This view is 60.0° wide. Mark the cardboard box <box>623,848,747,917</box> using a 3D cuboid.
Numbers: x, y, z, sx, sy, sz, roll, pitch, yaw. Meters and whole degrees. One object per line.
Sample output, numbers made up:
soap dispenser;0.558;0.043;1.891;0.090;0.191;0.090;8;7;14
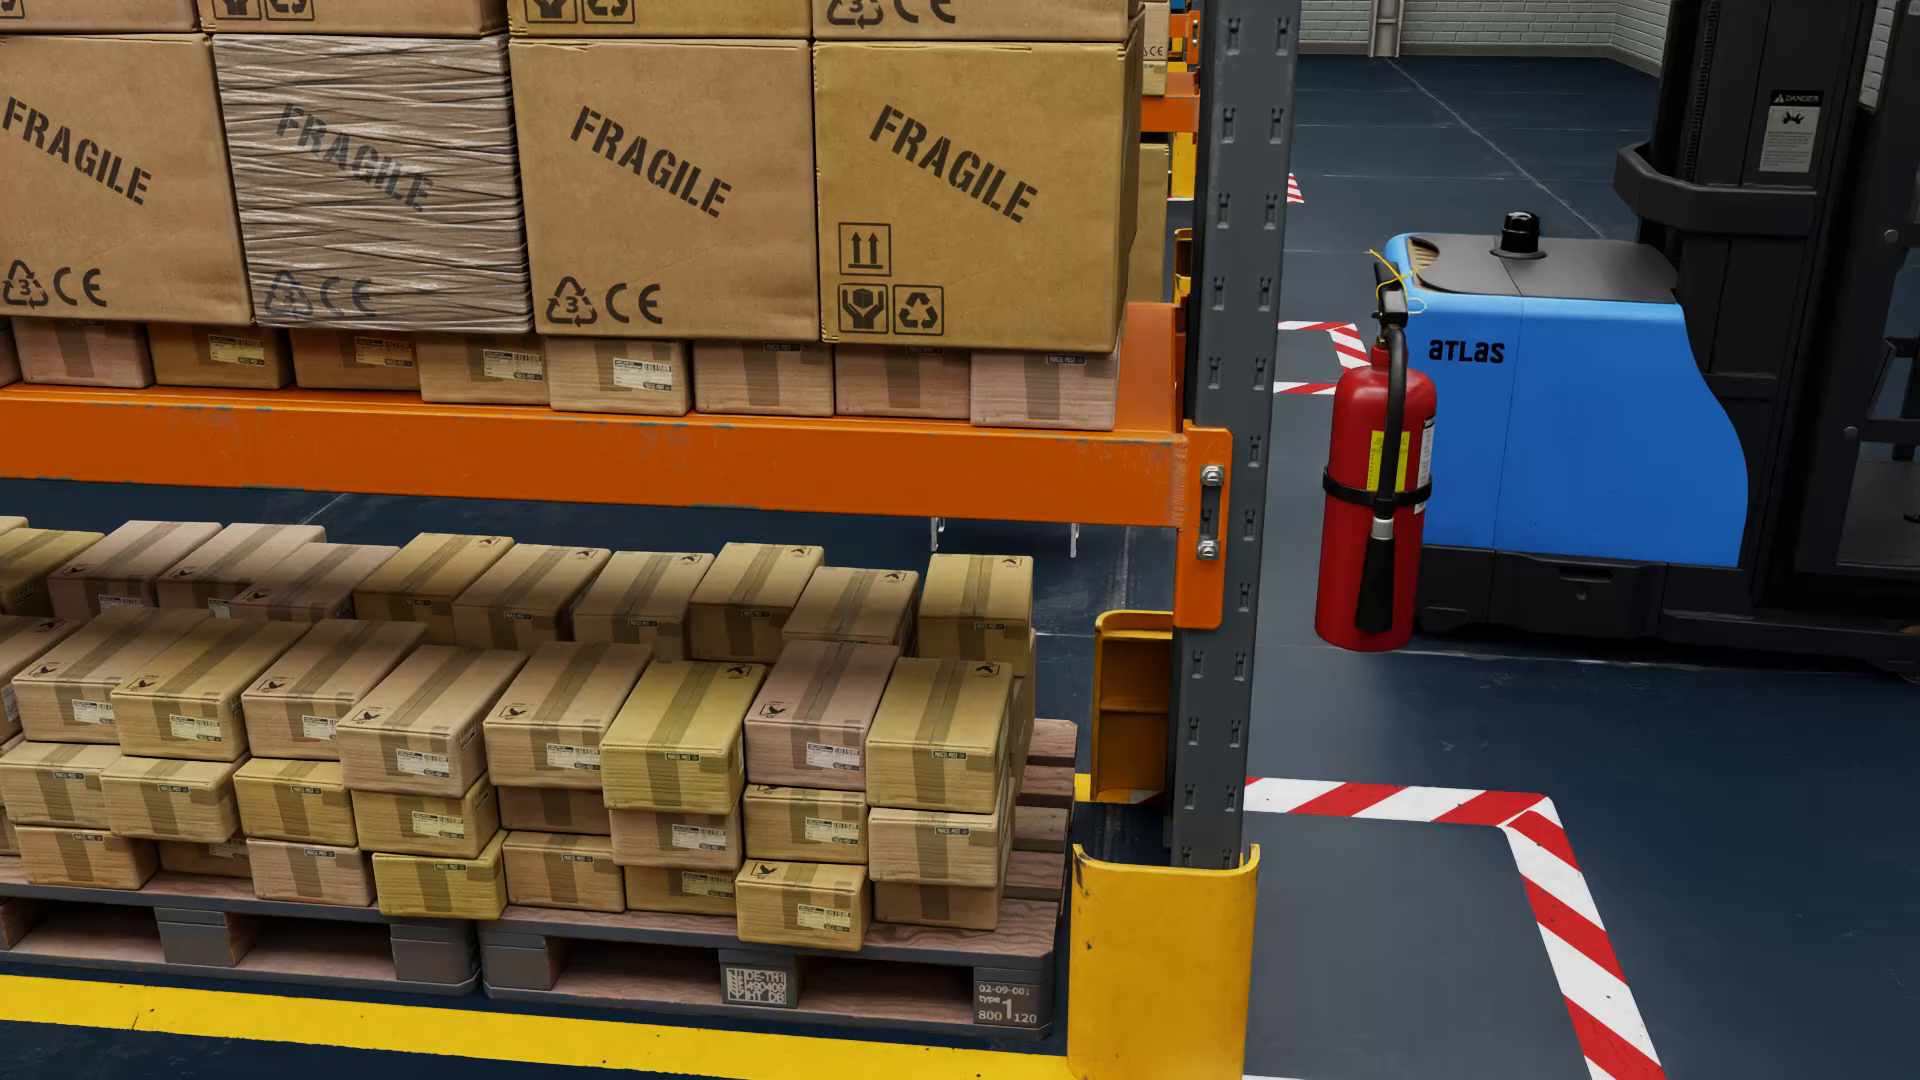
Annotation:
cardboard box;-0.545;0.632;3.567;0.250;0.149;0.380;2;22;6

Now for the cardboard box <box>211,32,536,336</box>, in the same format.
cardboard box;-0.971;-0.687;3.058;0.500;0.500;0.500;3;22;6

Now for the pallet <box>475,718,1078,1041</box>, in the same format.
pallet;-0.357;0.711;3.854;1.213;0.211;1.003;2;22;6

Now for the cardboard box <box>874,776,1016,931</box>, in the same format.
cardboard box;-0.026;0.650;3.523;0.250;0.149;0.380;3;22;7

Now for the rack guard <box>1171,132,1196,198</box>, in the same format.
rack guard;1.814;-2.990;12.824;0.348;0.500;1.175;2;22;6

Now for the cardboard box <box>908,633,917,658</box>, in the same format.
cardboard box;-0.234;0.309;3.980;0.250;0.149;0.380;2;22;6

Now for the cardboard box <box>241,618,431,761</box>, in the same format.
cardboard box;-1.321;0.315;3.561;0.250;0.149;0.380;2;22;4

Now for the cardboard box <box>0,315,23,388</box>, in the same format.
cardboard box;-1.895;-0.420;3.263;0.250;0.149;0.380;3;22;9

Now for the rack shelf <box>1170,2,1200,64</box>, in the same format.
rack shelf;-0.198;-3.901;12.706;4.000;0.370;1.077;2;22;6

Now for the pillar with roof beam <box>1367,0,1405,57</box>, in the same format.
pillar with roof beam;5.231;-9.183;16.929;0.400;9.000;9.100;2;22;6

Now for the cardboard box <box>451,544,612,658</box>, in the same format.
cardboard box;-1.012;0.151;3.975;0.250;0.149;0.380;3;22;8

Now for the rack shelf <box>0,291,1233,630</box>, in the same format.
rack shelf;-1.465;-0.286;3.563;4.000;0.370;1.077;2;22;6

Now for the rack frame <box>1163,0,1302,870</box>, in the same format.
rack frame;0.521;-0.534;3.212;0.127;3.000;1.000;2;22;6

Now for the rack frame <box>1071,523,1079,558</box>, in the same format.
rack frame;0.407;-0.540;5.674;0.015;1.200;0.240;2;22;6

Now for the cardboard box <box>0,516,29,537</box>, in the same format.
cardboard box;-2.560;0.072;4.176;0.250;0.149;0.380;2;22;6

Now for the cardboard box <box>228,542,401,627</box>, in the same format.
cardboard box;-1.529;0.147;3.985;0.250;0.149;0.380;3;22;6

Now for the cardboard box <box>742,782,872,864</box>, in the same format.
cardboard box;-0.290;0.508;3.476;0.250;0.149;0.380;2;22;5

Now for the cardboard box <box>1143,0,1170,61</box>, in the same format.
cardboard box;0.693;-2.334;7.562;0.500;0.250;0.500;2;22;5

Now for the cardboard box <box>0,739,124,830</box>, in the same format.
cardboard box;-1.839;0.460;3.598;0.250;0.149;0.380;2;22;6

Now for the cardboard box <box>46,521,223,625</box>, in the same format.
cardboard box;-2.032;0.089;4.132;0.250;0.149;0.380;1;22;4

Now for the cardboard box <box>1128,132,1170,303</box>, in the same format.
cardboard box;0.560;-1.547;8.091;0.875;0.875;0.875;2;22;6

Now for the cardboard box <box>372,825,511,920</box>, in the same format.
cardboard box;-1.053;0.638;3.552;0.250;0.149;0.380;2;22;4

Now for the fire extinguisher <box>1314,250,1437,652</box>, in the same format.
fire extinguisher;0.717;-0.146;2.841;0.183;0.674;0.296;2;22;6

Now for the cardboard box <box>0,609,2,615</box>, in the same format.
cardboard box;-2.348;0.266;3.683;0.250;0.149;0.380;2;22;5

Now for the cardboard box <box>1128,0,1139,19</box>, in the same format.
cardboard box;0.107;-1.300;3.249;0.500;0.500;0.500;2;22;6

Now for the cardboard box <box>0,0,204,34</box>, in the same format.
cardboard box;-1.509;-1.176;2.934;0.500;0.500;0.500;2;22;4

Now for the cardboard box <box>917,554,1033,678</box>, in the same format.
cardboard box;0.041;0.173;3.920;0.250;0.149;0.380;2;22;4

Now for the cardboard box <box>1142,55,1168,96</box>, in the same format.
cardboard box;0.813;-2.119;7.562;0.250;0.149;0.380;3;22;7

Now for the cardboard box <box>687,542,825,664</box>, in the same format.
cardboard box;-0.482;0.147;3.985;0.250;0.149;0.380;2;22;6

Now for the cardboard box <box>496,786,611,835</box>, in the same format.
cardboard box;-0.807;0.468;3.578;0.250;0.149;0.380;2;22;6

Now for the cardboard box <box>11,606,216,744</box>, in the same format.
cardboard box;-1.825;0.289;3.626;0.250;0.149;0.380;2;22;4

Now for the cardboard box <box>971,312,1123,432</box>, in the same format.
cardboard box;0.164;-0.328;3.032;0.250;0.149;0.380;3;22;6

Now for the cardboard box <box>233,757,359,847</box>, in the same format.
cardboard box;-1.321;0.482;3.543;0.250;0.149;0.380;4;22;9

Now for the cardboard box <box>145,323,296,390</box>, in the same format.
cardboard box;-1.370;-0.422;3.269;0.250;0.149;0.380;3;22;7

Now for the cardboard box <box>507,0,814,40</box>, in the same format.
cardboard box;-0.466;-1.135;2.830;0.500;0.500;0.500;2;22;4

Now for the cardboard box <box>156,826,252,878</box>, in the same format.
cardboard box;-1.564;0.581;3.697;0.250;0.149;0.380;3;22;8

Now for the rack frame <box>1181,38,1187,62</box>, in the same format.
rack frame;2.375;-5.958;16.929;0.127;3.000;1.000;2;22;6

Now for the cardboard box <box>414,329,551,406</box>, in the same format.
cardboard box;-0.843;-0.383;3.170;0.250;0.149;0.380;2;22;4

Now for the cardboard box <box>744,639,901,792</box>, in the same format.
cardboard box;-0.277;0.357;3.454;0.250;0.149;0.380;3;22;7

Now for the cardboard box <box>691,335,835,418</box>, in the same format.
cardboard box;-0.329;-0.358;3.108;0.250;0.149;0.380;2;22;6

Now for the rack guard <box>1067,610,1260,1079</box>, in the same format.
rack guard;0.446;0.625;3.679;0.348;0.500;1.175;2;22;6

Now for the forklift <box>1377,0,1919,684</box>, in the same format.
forklift;2.833;-1.141;4.838;3.031;2.935;1.130;4;22;11

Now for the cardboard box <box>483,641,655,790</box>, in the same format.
cardboard box;-0.799;0.358;3.451;0.250;0.149;0.380;2;22;4

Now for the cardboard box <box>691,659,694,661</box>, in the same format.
cardboard box;-0.729;0.280;4.054;0.250;0.149;0.380;3;22;8

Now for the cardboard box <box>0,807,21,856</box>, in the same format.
cardboard box;-2.081;0.551;3.773;0.250;0.149;0.380;2;22;4

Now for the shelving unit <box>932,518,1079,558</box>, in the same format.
shelving unit;0.164;-0.551;5.701;0.503;1.200;0.258;2;22;6

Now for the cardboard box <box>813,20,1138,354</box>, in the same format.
cardboard box;0.045;-0.645;2.950;0.500;0.500;0.500;3;22;7
